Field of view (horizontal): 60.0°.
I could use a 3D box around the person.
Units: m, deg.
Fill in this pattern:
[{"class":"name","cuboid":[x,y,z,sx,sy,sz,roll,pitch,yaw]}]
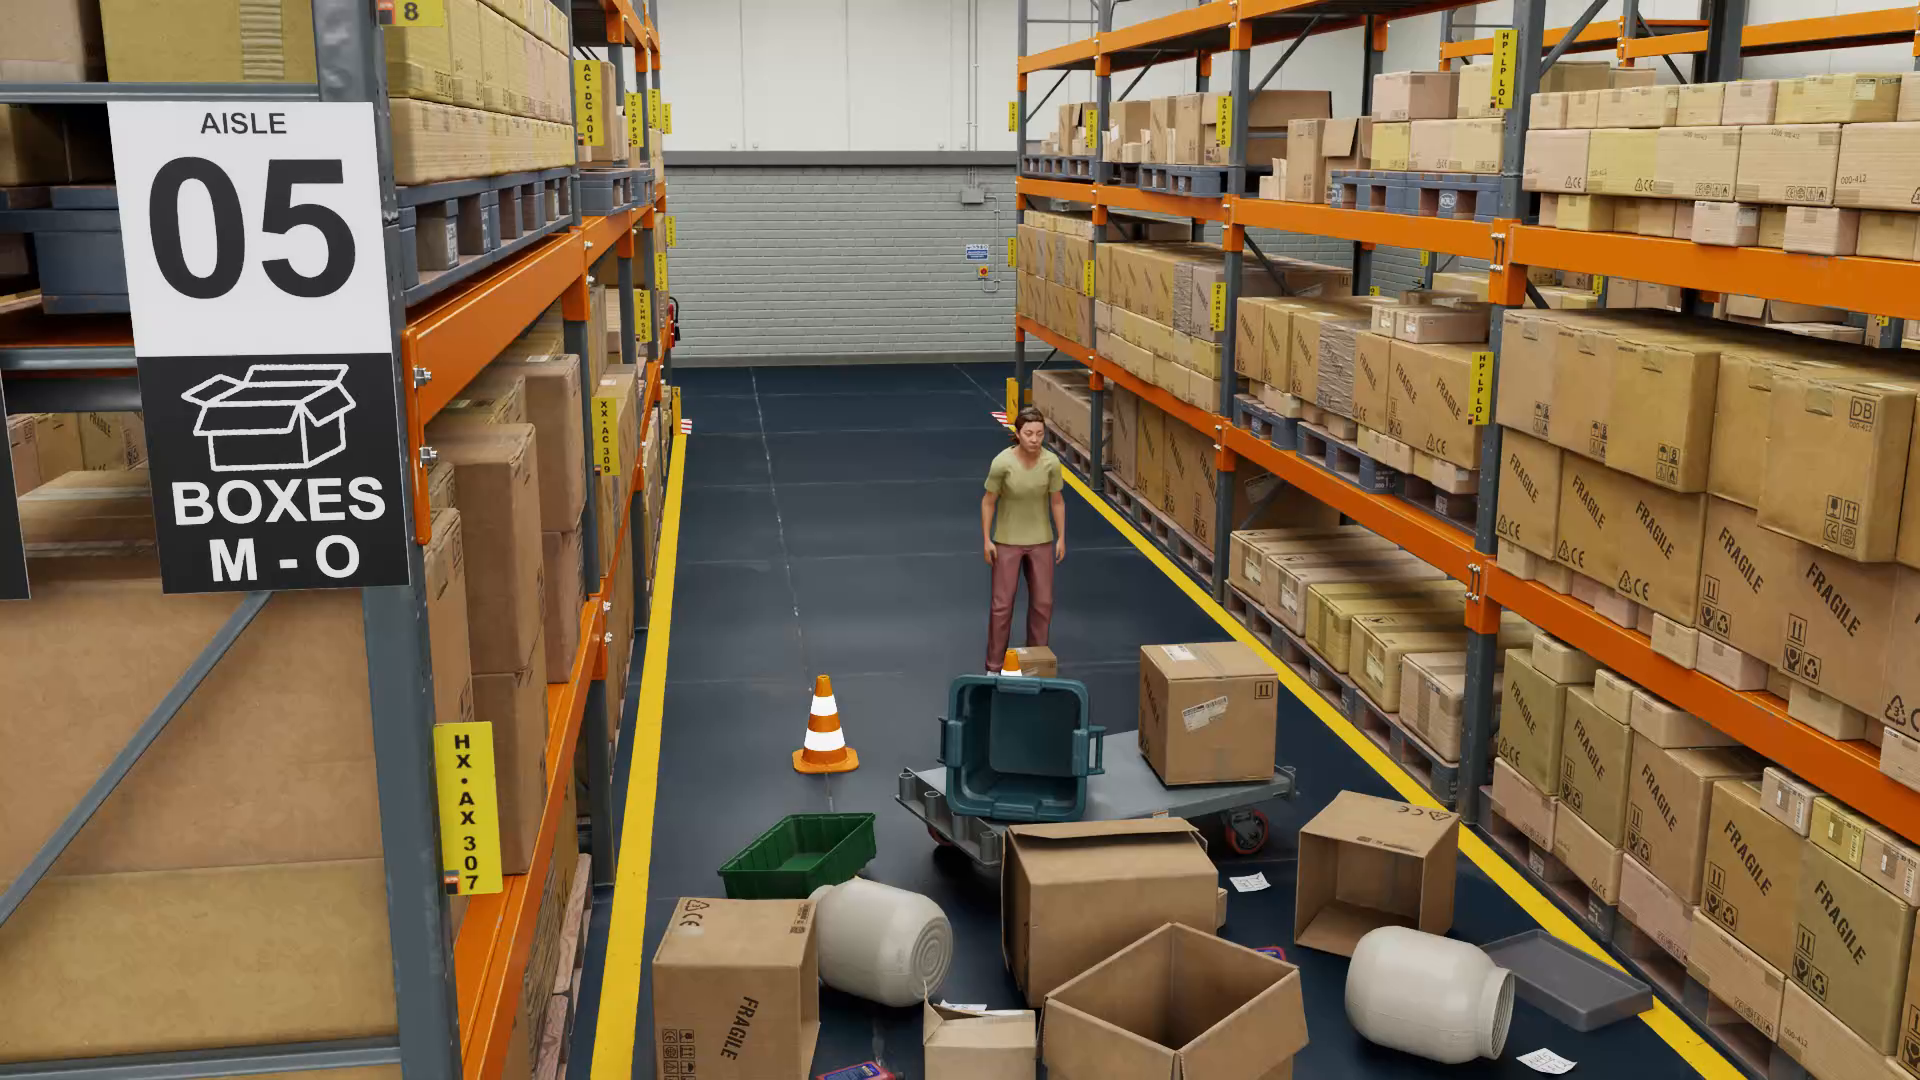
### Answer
[{"class":"person","cuboid":[0.380,0.035,9.839,0.512,1.673,0.348,-2,13,-10]}]
